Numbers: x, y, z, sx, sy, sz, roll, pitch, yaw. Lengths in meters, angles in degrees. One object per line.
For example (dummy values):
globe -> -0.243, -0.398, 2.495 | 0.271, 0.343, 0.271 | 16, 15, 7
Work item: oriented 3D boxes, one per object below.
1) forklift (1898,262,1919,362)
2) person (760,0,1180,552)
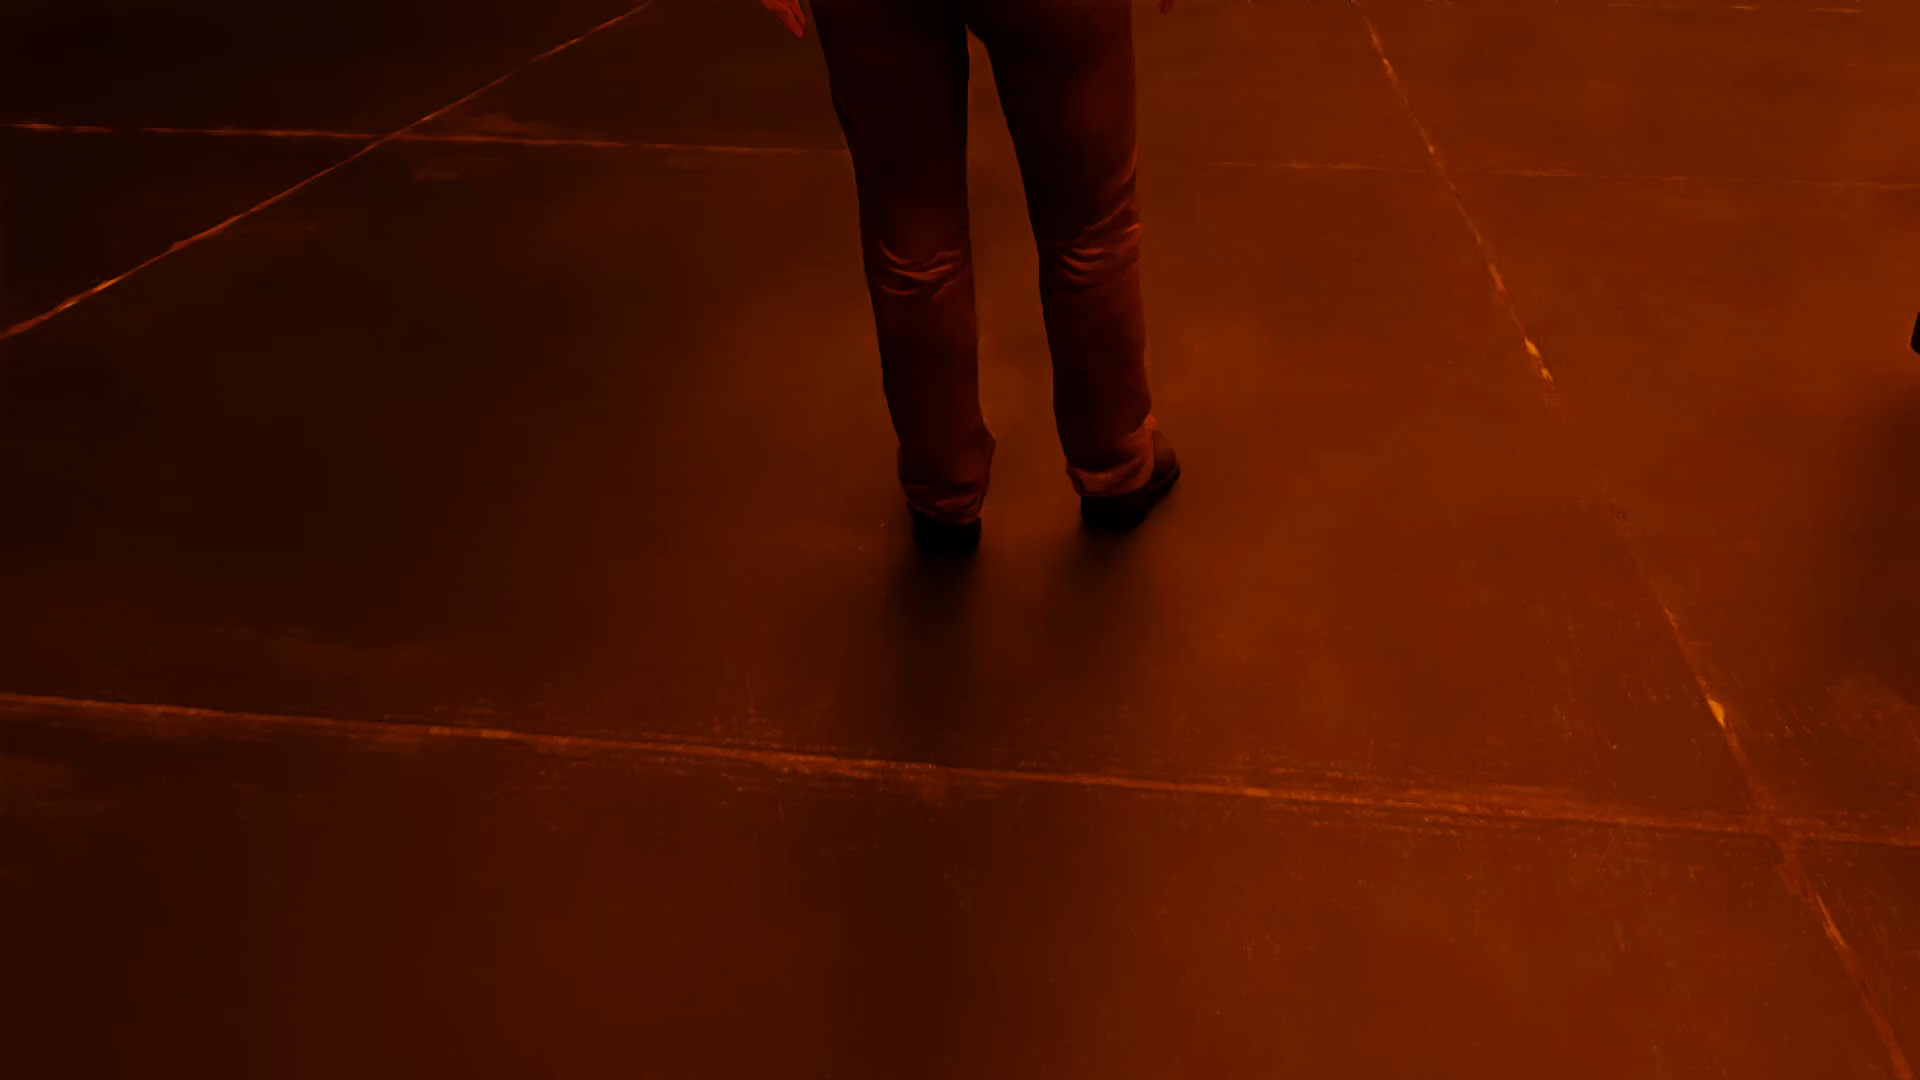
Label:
forklift -> 3.271, -1.490, 2.203 | 3.031, 2.935, 1.130 | -4, 27, -7
person -> 0.016, -0.804, 2.167 | 0.632, 1.720, 0.567 | 3, 27, 7
